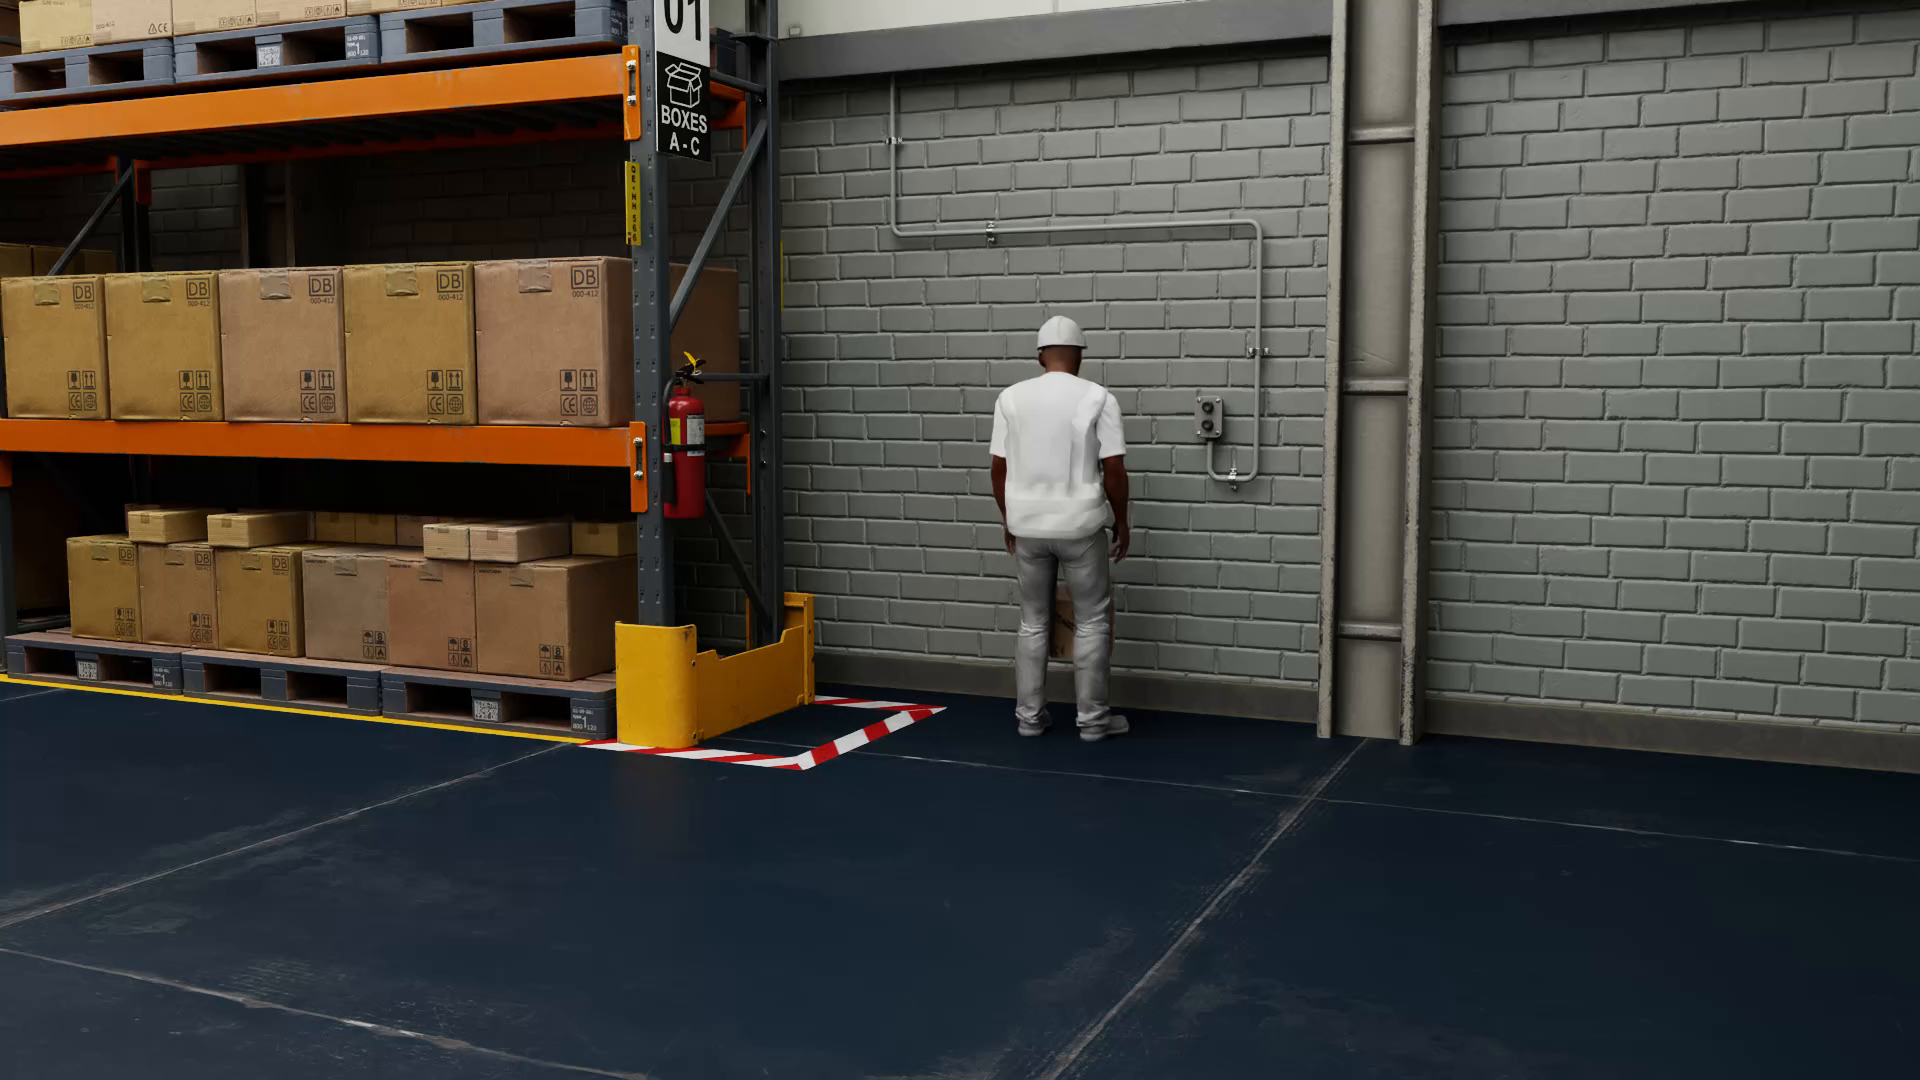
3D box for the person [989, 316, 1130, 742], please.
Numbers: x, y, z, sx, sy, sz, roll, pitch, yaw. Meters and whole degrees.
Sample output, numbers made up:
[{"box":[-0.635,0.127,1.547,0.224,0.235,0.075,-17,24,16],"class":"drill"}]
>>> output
[{"box":[0.420,-0.053,6.979,0.594,1.764,0.435,2,6,22],"class":"person"}]
